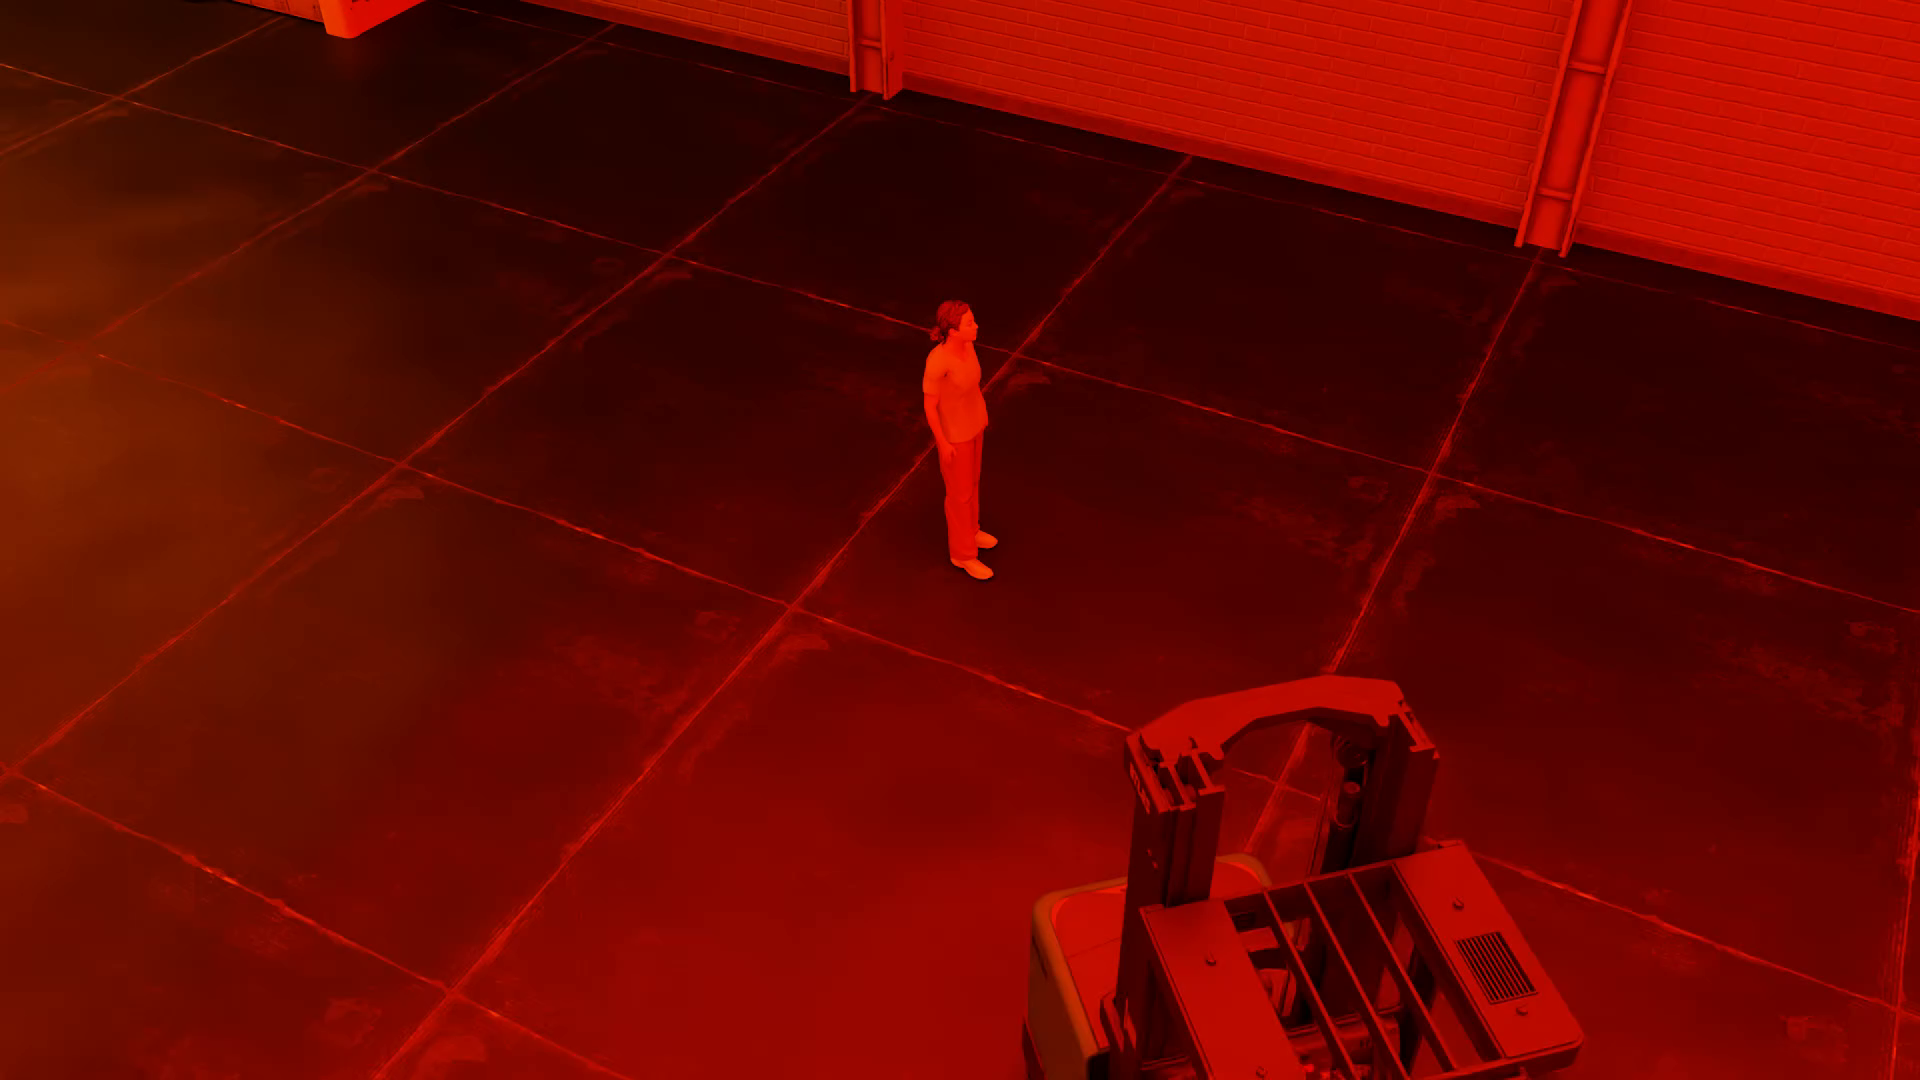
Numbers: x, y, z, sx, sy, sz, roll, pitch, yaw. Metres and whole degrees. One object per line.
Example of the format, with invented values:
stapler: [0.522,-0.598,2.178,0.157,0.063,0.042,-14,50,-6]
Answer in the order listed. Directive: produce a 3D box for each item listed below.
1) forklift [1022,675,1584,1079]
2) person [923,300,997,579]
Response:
forklift: [1.145,2.009,5.602,1.130,2.935,3.031,-10,41,-11]
person: [0.060,-0.618,9.683,0.548,1.673,0.553,18,43,21]
